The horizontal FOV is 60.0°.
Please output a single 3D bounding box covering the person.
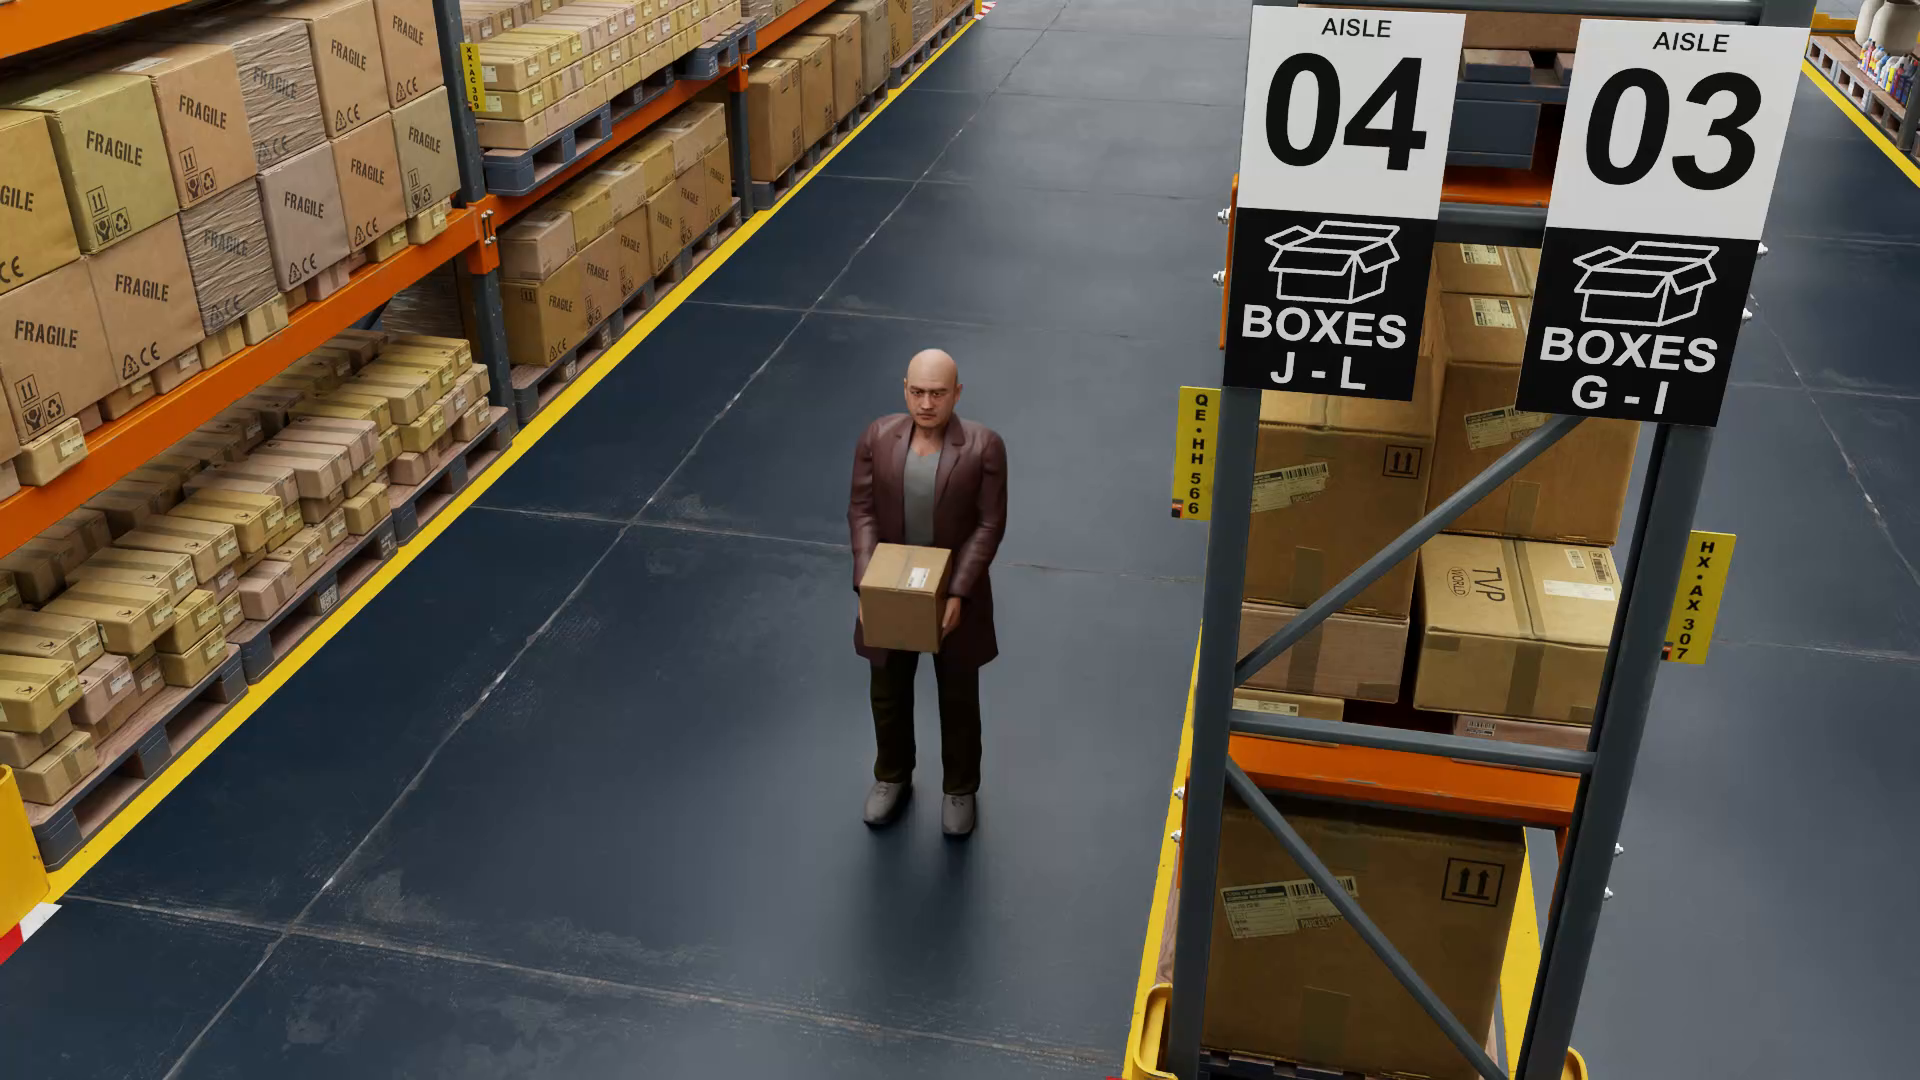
[{"bbox_3d":[-0.134,0.233,5.703,0.548,1.780,0.535,6,29,10],"label":"person"}]
